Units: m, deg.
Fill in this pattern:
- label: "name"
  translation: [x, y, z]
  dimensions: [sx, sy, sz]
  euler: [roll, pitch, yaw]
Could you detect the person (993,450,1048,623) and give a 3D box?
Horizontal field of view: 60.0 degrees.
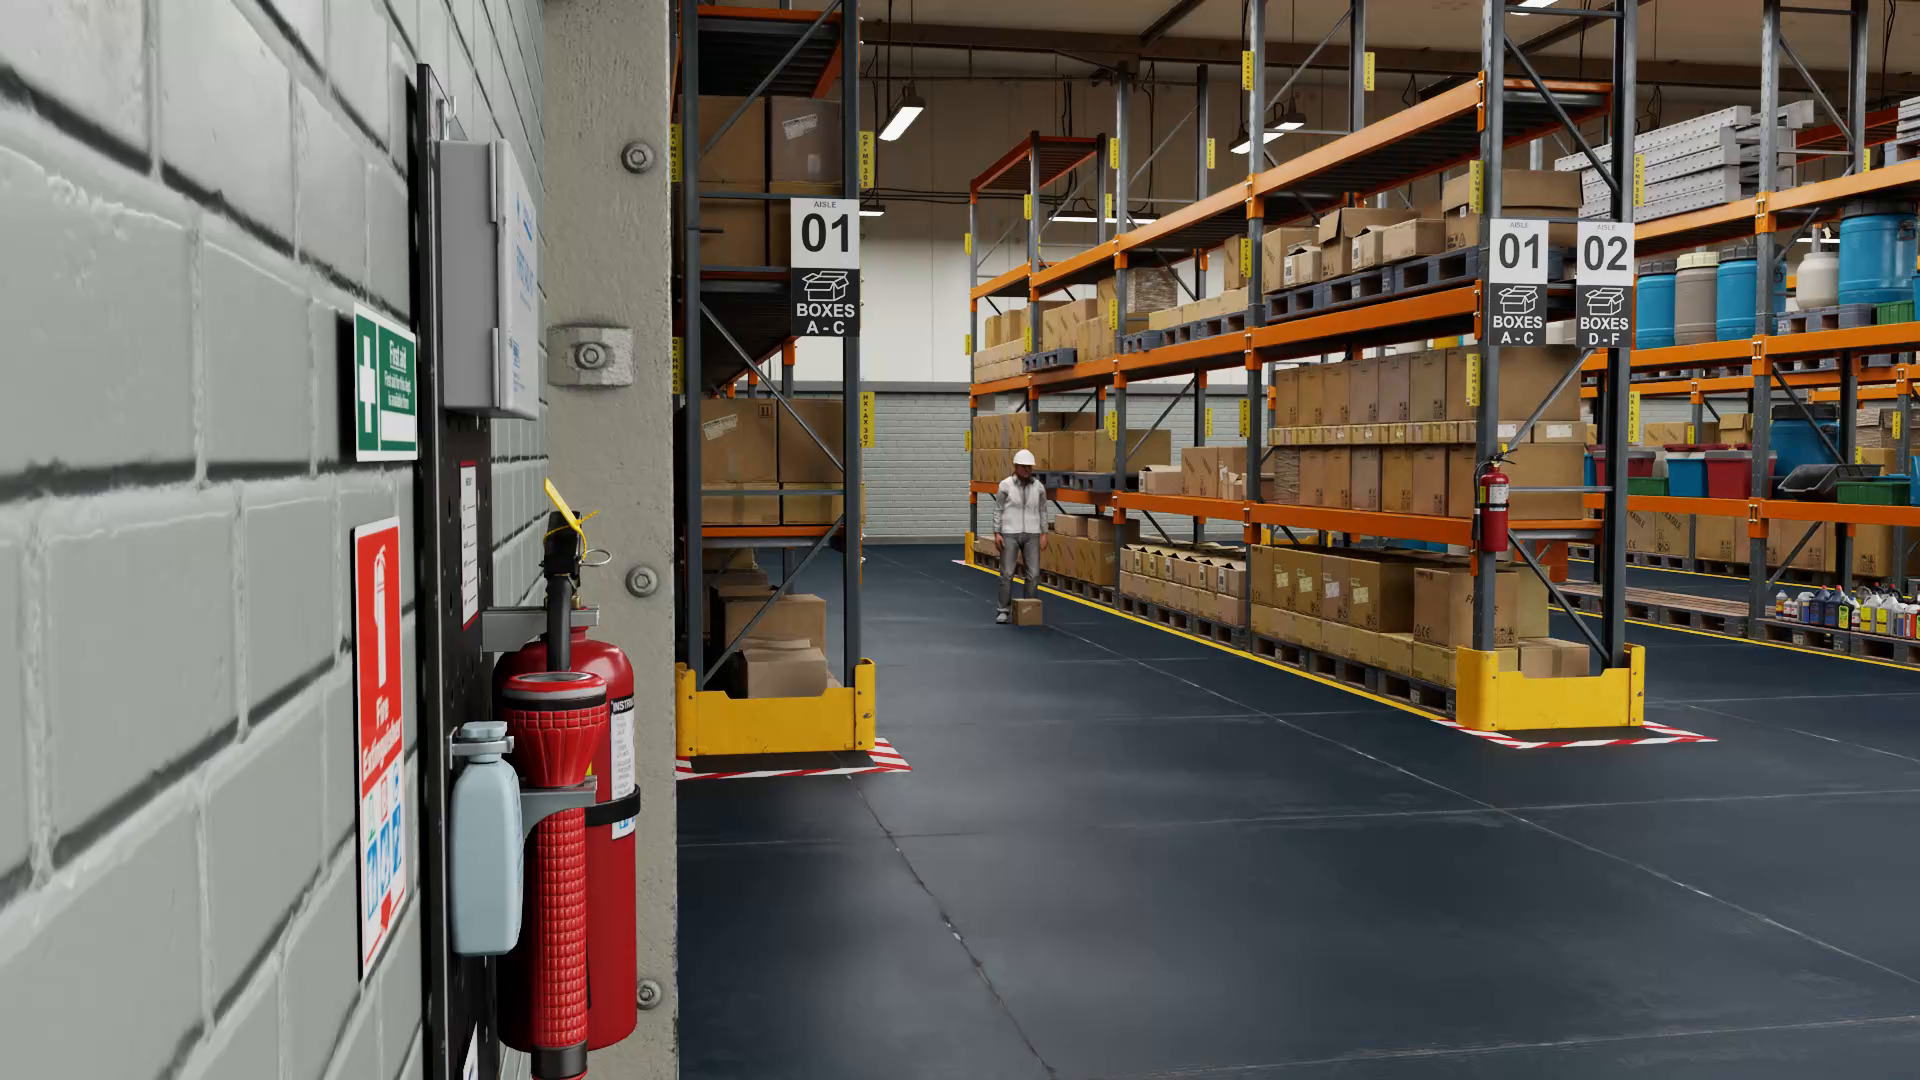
- label: "person"
  translation: [0.627, -0.040, 17.102]
  dimensions: [0.587, 1.771, 0.465]
  euler: [-1, 3, -13]
